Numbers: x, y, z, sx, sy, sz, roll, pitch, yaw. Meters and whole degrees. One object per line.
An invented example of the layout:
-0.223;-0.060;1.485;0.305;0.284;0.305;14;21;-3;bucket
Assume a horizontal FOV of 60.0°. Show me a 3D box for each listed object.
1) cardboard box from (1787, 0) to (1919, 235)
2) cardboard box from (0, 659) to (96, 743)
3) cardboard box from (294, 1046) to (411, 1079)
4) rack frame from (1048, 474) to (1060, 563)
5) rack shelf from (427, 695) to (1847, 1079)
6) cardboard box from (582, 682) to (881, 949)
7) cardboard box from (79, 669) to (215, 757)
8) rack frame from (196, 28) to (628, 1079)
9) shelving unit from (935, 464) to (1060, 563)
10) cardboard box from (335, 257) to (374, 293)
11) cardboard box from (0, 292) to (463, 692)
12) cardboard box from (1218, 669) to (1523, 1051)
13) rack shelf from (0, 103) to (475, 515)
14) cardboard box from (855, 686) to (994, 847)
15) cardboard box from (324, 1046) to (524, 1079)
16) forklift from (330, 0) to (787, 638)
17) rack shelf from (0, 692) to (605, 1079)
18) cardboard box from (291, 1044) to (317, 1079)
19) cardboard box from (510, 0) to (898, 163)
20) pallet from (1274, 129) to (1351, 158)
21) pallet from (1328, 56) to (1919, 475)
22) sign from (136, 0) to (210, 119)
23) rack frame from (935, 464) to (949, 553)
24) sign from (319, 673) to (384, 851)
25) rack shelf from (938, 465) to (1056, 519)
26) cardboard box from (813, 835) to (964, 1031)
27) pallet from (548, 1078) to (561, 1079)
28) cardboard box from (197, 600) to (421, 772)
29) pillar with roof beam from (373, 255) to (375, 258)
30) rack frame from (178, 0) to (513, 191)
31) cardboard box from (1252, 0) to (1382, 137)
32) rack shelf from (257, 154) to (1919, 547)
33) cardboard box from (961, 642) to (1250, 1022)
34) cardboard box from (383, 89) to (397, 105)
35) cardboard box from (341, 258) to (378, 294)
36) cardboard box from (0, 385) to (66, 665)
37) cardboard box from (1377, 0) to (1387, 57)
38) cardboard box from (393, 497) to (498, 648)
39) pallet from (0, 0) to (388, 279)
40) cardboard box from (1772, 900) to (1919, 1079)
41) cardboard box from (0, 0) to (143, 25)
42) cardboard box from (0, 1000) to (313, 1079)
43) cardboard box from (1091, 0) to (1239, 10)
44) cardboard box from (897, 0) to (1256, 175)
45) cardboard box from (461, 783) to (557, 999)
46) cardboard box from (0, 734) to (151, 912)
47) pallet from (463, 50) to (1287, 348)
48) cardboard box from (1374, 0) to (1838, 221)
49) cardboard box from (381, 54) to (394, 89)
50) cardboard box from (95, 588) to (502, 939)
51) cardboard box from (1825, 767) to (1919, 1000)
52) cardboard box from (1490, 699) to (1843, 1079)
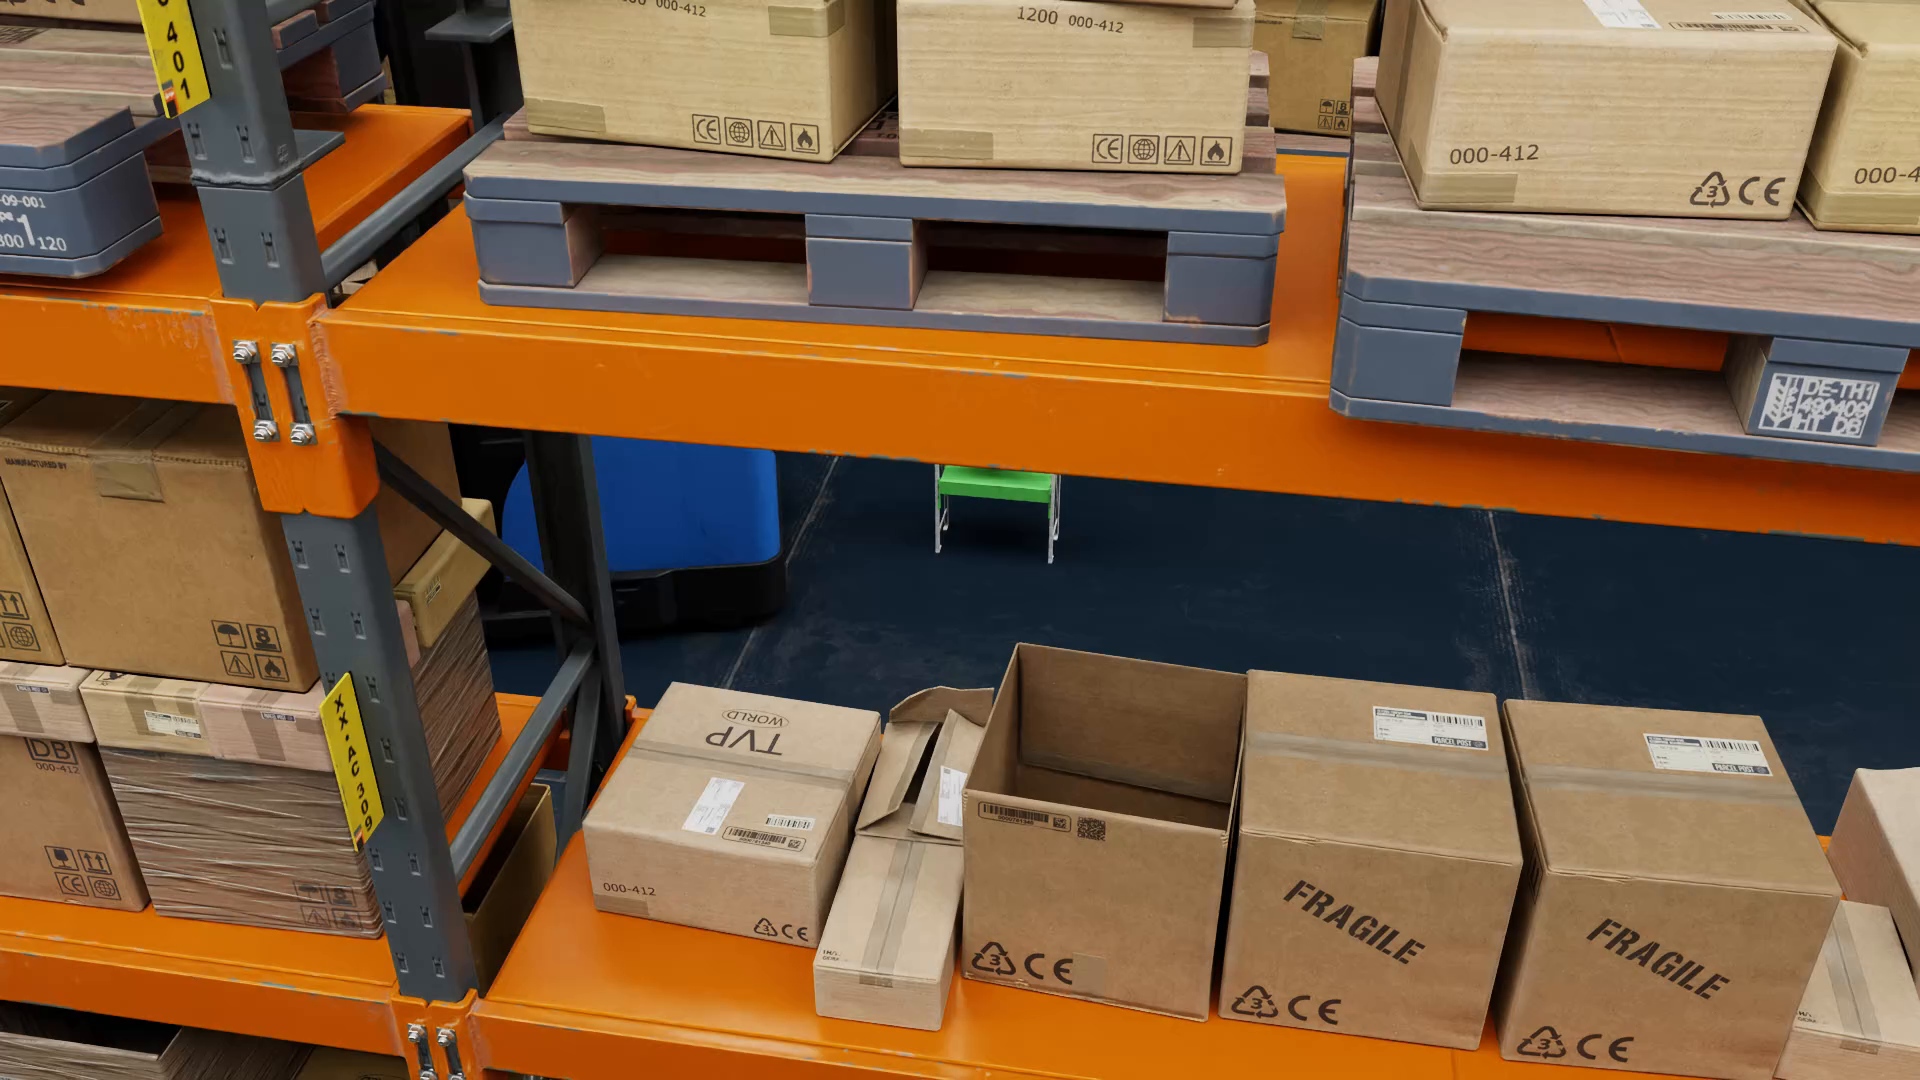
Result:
1.435;-0.633;2.353;0.500;0.250;0.500;5;32;7;cardboard box
-1.776;0.226;3.355;0.250;0.149;0.380;4;32;7;cardboard box
-1.464;1.562;4.124;0.500;0.250;0.500;5;32;8;cardboard box
0.404;-0.472;6.873;0.015;1.200;0.240;5;32;8;rack frame
1.002;0.985;3.528;4.000;0.370;1.077;5;32;8;rack shelf
-0.477;0.586;3.628;0.500;0.250;0.500;7;33;11;cardboard box
-1.517;0.249;3.320;0.250;0.149;0.380;5;32;7;cardboard box
-0.970;0.501;3.622;0.127;3.000;1.000;5;32;8;rack frame
0.163;-0.494;6.908;0.503;1.200;0.258;5;32;8;shelving unit
-3.416;-1.385;8.755;0.500;0.311;0.500;2;32;3;cardboard box
-1.408;-0.127;3.309;0.500;0.500;0.700;5;32;8;cardboard box
0.797;0.628;3.326;0.500;0.500;0.500;5;32;8;cardboard box
-2.941;-0.644;3.302;4.000;0.370;1.077;5;32;8;rack shelf
-0.072;0.541;3.686;0.258;0.266;0.396;4;32;7;cardboard box
-1.376;1.289;4.560;0.500;0.250;0.500;5;32;8;cardboard box
-2.255;-1.070;6.197;3.031;2.935;1.130;-4;32;-6;forklift
-2.941;0.628;4.098;4.000;0.370;1.077;5;32;8;rack shelf
-1.955;1.512;4.203;0.500;0.250;0.500;5;32;8;cardboard box
-0.364;-0.825;2.659;0.500;0.250;0.500;8;33;13;cardboard box
1.845;-1.807;7.490;1.213;0.211;1.003;5;32;8;pallet
1.186;-0.445;2.485;1.213;0.211;1.003;7;33;10;pallet
-1.062;-0.733;2.204;0.005;0.325;0.100;5;32;8;sign
-0.077;-0.516;6.943;0.015;1.200;0.240;5;32;8;rack frame
-1.062;0.391;2.907;0.005;0.325;0.100;5;32;8;sign
0.163;-0.236;7.069;0.480;0.148;0.258;5;32;8;rack shelf
-0.131;0.794;3.392;0.250;0.149;0.380;5;32;8;cardboard box
-1.747;1.590;4.510;1.213;0.211;1.003;5;32;8;pallet
-1.274;0.272;3.283;0.250;0.149;0.380;5;32;8;cardboard box
-3.972;-3.128;3.766;0.400;9.000;9.100;5;32;8;pillar with roof beam
-0.970;-2.042;2.030;0.127;3.000;1.000;5;32;8;rack frame
1.560;-2.159;7.364;0.500;0.500;0.700;10;33;15;cardboard box
1.002;-0.287;2.732;4.000;0.370;1.077;5;32;8;rack shelf
0.304;0.583;3.397;0.500;0.500;0.500;7;33;12;cardboard box
-2.640;-2.095;7.892;0.500;0.250;0.500;5;32;7;cardboard box
-2.854;-1.334;8.674;0.500;0.311;0.500;8;33;12;cardboard box
-1.907;-0.172;3.380;0.500;0.500;0.700;5;32;8;cardboard box
2.106;-2.098;7.266;0.500;0.500;0.700;5;32;8;cardboard box
-1.202;0.059;3.624;0.250;0.149;0.380;5;32;8;cardboard box
-1.815;-0.795;2.950;1.213;0.211;1.003;5;32;8;pallet
1.707;0.880;3.253;0.250;0.149;0.380;8;33;12;cardboard box
-1.422;-1.233;2.943;0.500;0.500;0.500;8;33;12;cardboard box
-1.955;1.193;4.006;0.500;0.500;0.500;5;32;8;cardboard box
0.197;-1.088;2.373;0.500;0.500;0.500;8;33;13;cardboard box
0.178;-0.777;2.583;0.500;0.250;0.500;2;32;3;cardboard box
-1.374;0.966;4.369;0.500;0.500;0.500;5;32;8;cardboard box
-1.929;0.379;3.723;0.500;0.500;0.700;5;32;8;cardboard box
-0.098;-0.617;2.762;1.217;0.209;0.805;4;32;6;pallet
0.905;-0.682;2.431;0.500;0.250;0.500;3;32;4;cardboard box
-2.669;-2.411;7.691;0.500;0.500;0.500;4;32;7;cardboard box
-1.408;0.422;3.654;0.500;0.500;0.700;4;32;7;cardboard box
2.124;0.715;3.365;0.500;0.311;0.500;5;32;8;cardboard box
1.316;0.675;3.251;0.500;0.500;0.500;3;32;6;cardboard box
